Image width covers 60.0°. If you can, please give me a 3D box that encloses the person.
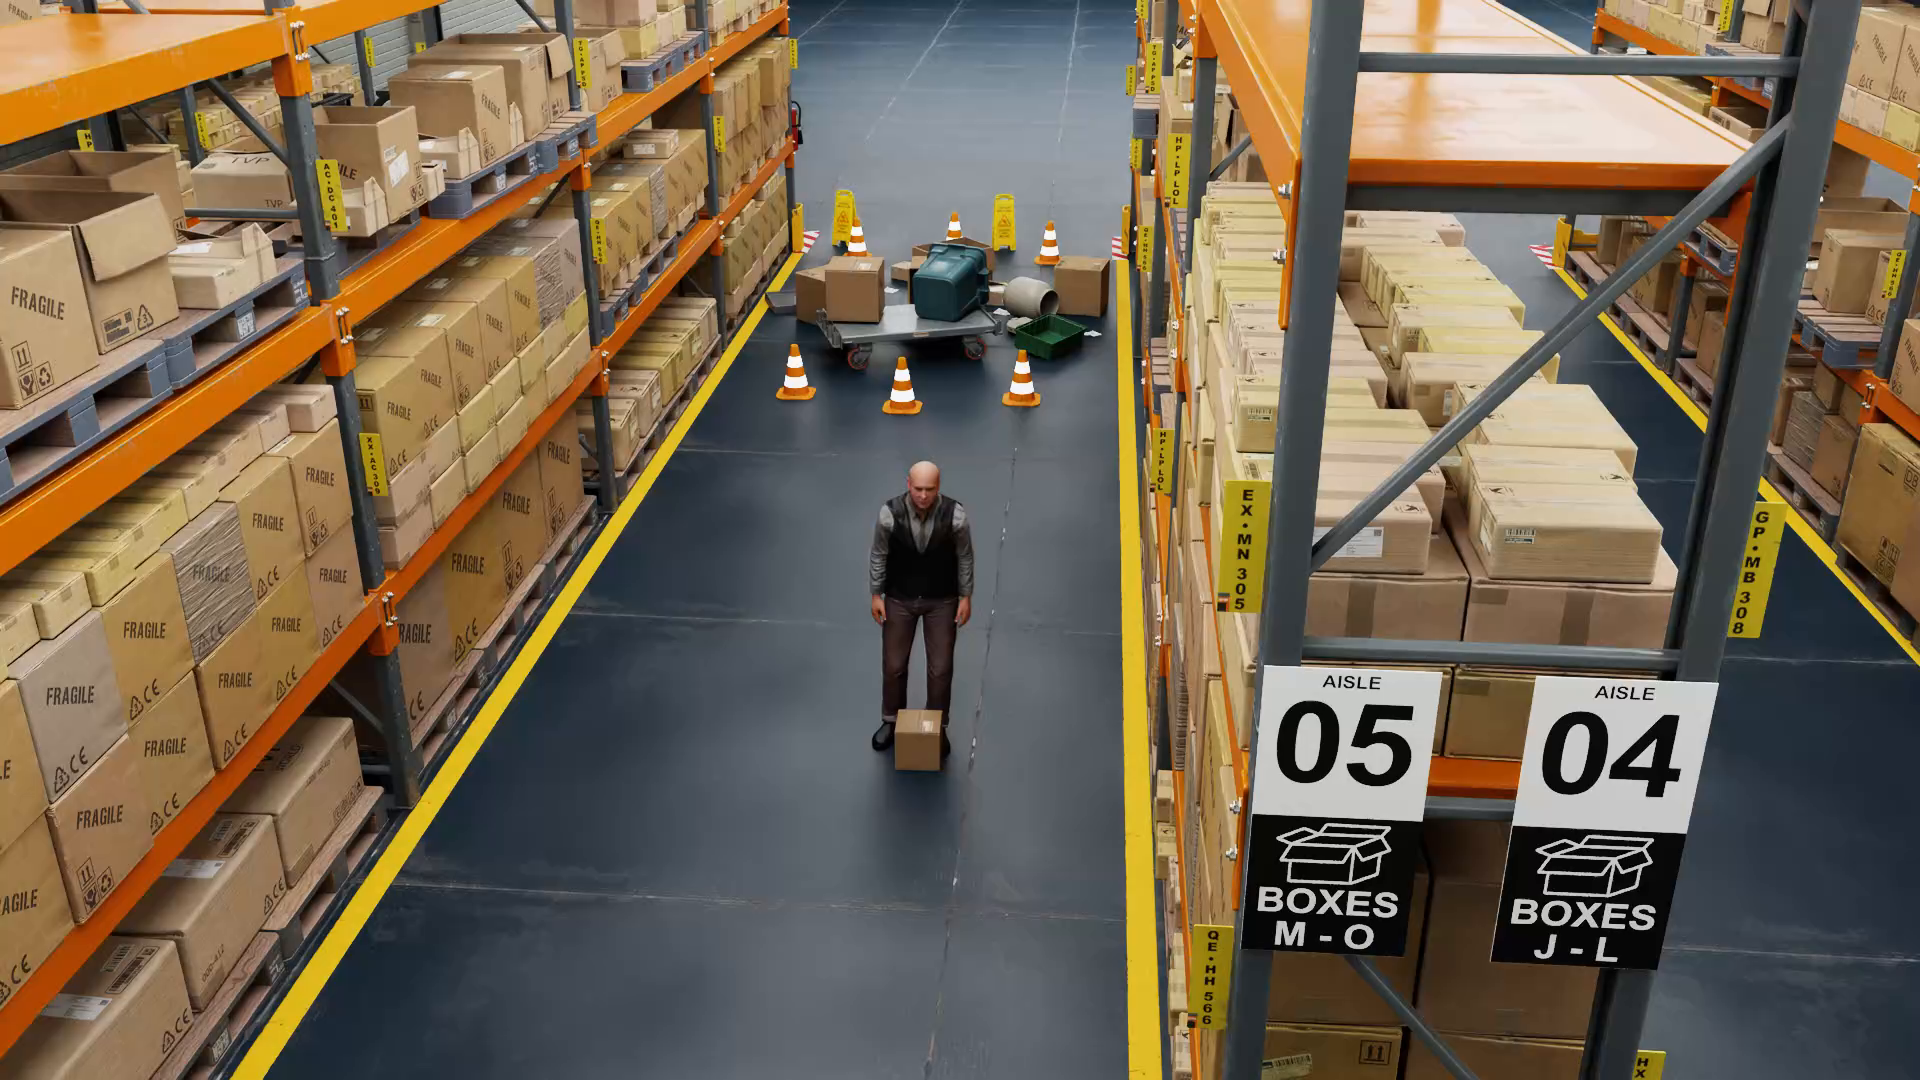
[{"bbox_3d":[-0.213,0.349,9.269,0.583,1.719,0.475,1,24,1],"label":"person"}]
